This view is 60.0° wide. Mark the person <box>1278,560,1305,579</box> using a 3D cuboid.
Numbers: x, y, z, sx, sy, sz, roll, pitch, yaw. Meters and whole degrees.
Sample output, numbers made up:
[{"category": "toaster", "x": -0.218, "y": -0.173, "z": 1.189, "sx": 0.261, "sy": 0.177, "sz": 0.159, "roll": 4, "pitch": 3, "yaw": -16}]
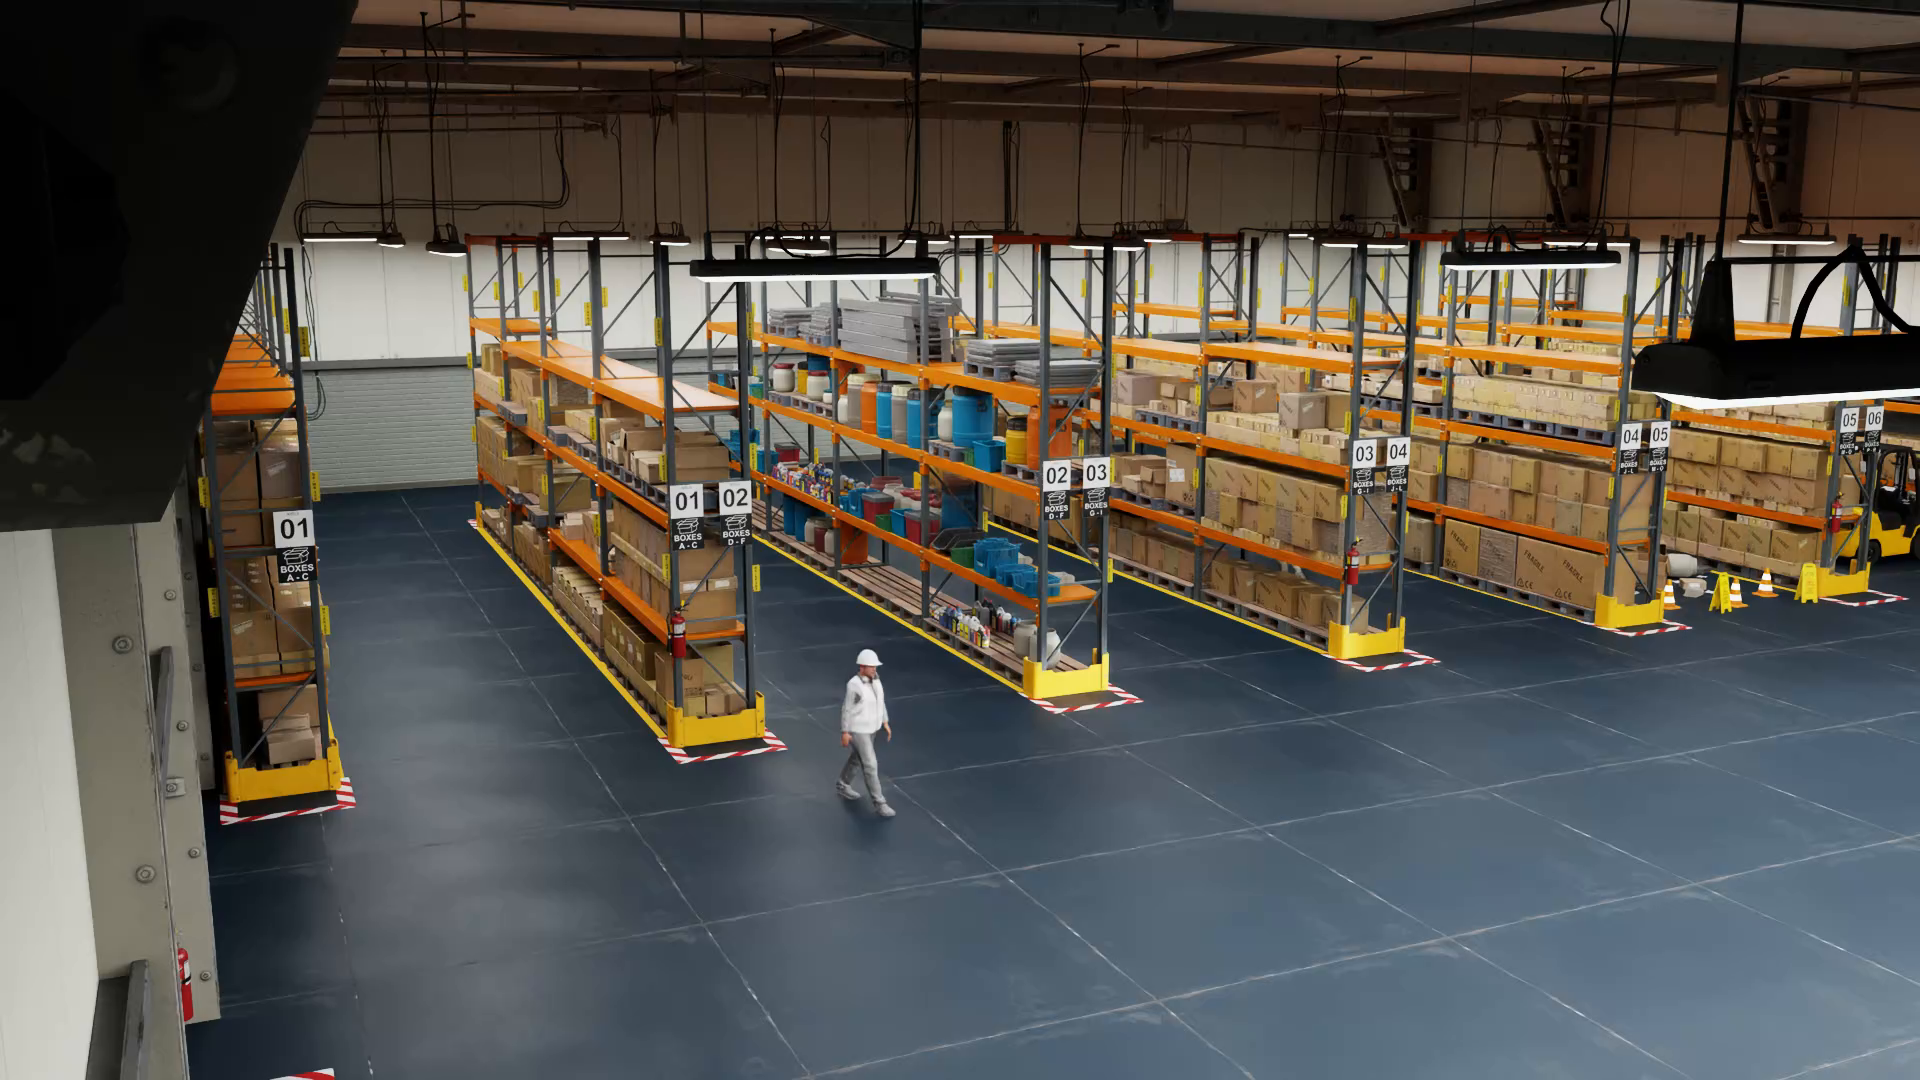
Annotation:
[{"category": "person", "x": 5.753, "y": -0.098, "z": 29.116, "sx": 0.586, "sy": 1.724, "sz": 0.532, "roll": -4, "pitch": 12, "yaw": -18}]

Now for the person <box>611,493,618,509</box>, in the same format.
[{"category": "person", "x": -7.245, "y": -1.372, "z": 35.548, "sx": 0.531, "sy": 1.823, "sz": 0.617, "roll": -10, "pitch": 15, "yaw": -41}]

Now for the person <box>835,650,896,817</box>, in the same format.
[{"category": "person", "x": -0.996, "y": 2.030, "z": 17.981, "sx": 0.942, "sy": 1.724, "sz": 0.563, "roll": 6, "pitch": 12, "yaw": 28}]
